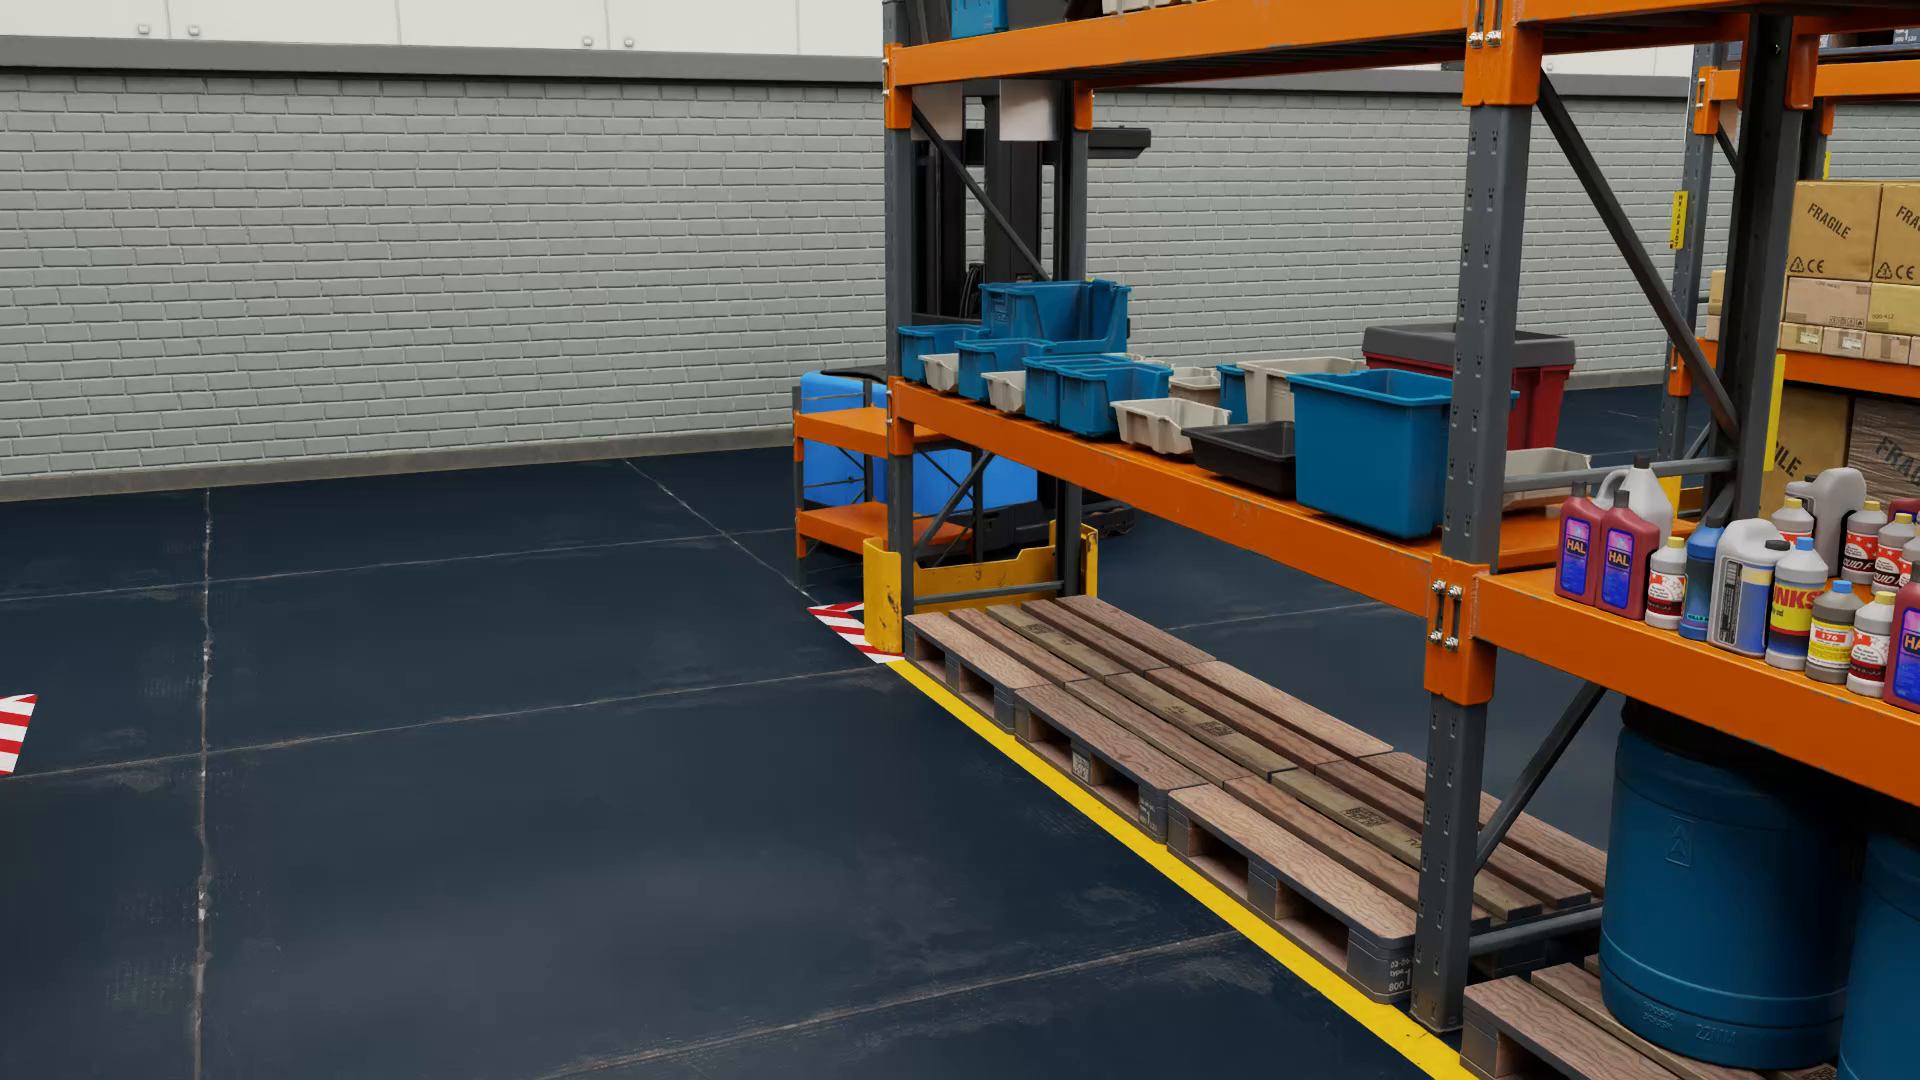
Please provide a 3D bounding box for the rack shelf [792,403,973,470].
[{"bbox_3d":[-0.395,-0.506,8.764,0.538,0.278,1.000,-10,16,-36],"label":"rack shelf"}]

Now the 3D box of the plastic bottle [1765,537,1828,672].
[{"bbox_3d":[1.737,0.129,3.447,0.097,0.271,0.097,0,13,0],"label":"plastic bottle"}]

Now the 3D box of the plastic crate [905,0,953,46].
[{"bbox_3d":[0.029,-2.286,7.230,0.497,0.269,0.590,-6,14,-23],"label":"plastic crate"}]

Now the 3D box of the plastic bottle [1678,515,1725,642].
[{"bbox_3d":[1.644,0.081,3.654,0.097,0.271,0.097,0,13,0],"label":"plastic bottle"}]

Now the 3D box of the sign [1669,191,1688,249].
[{"bbox_3d":[4.158,-1.851,9.621,0.100,0.325,0.005,-6,14,-23],"label":"sign"}]

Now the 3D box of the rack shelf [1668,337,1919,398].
[{"bbox_3d":[5.470,-0.676,8.235,1.077,0.370,4.000,-6,14,-23],"label":"rack shelf"}]

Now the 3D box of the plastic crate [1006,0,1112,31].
[{"bbox_3d":[0.490,-2.083,6.204,0.504,0.338,0.767,-6,14,-23],"label":"plastic crate"}]

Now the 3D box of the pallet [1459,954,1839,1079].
[{"bbox_3d":[2.004,1.356,4.045,1.003,0.211,1.213,-6,14,-23],"label":"pallet"}]

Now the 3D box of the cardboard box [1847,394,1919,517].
[{"bbox_3d":[5.363,-0.296,8.779,0.875,0.875,0.875,-6,14,-23],"label":"cardboard box"}]

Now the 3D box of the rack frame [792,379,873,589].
[{"bbox_3d":[-0.698,-0.313,9.228,0.500,1.125,0.032,-10,16,-36],"label":"rack frame"}]

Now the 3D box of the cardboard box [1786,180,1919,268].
[{"bbox_3d":[5.105,-1.800,9.506,0.500,0.500,0.500,-5,14,-22],"label":"cardboard box"}]

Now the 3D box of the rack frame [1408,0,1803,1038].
[{"bbox_3d":[1.733,-0.166,4.435,1.000,3.000,0.127,-6,14,-23],"label":"rack frame"}]

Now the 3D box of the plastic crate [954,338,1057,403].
[{"bbox_3d":[0.191,-0.723,7.082,0.416,0.233,0.300,-6,14,-23],"label":"plastic crate"}]

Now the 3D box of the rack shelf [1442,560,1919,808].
[{"bbox_3d":[2.534,0.598,2.731,1.077,0.370,4.000,-6,14,-23],"label":"rack shelf"}]

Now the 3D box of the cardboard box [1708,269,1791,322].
[{"bbox_3d":[4.613,-1.388,9.389,0.500,0.250,0.500,-6,14,-24],"label":"cardboard box"}]

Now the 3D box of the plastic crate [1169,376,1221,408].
[{"bbox_3d":[0.995,-0.565,6.611,0.298,0.136,0.250,-6,14,-23],"label":"plastic crate"}]

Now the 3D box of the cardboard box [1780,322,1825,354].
[{"bbox_3d":[4.715,-1.109,9.065,0.380,0.149,0.250,-6,14,-24],"label":"cardboard box"}]

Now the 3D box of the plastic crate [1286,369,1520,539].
[{"bbox_3d":[1.233,-0.253,4.714,0.392,0.384,0.575,-6,14,-23],"label":"plastic crate"}]

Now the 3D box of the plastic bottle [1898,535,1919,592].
[{"bbox_3d":[2.226,0.073,3.841,0.097,0.201,0.097,0,13,0],"label":"plastic bottle"}]

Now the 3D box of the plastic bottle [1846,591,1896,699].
[{"bbox_3d":[1.815,0.203,3.281,0.097,0.201,0.097,0,13,0],"label":"plastic bottle"}]

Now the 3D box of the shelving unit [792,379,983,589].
[{"bbox_3d":[-0.395,-0.221,8.830,0.538,1.125,1.048,-10,16,-36],"label":"shelving unit"}]

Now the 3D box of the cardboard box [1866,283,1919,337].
[{"bbox_3d":[5.026,-1.177,8.477,0.500,0.250,0.500,-6,14,-25],"label":"cardboard box"}]

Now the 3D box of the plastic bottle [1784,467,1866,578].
[{"bbox_3d":[2.187,-0.054,4.224,0.152,0.276,0.135,-6,14,-23],"label":"plastic bottle"}]

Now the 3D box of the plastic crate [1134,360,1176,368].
[{"bbox_3d":[0.726,-0.680,7.107,0.396,0.136,0.243,-6,14,-23],"label":"plastic crate"}]

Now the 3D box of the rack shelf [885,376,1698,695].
[{"bbox_3d":[0.932,-0.229,6.302,1.077,0.370,4.000,-6,14,-23],"label":"rack shelf"}]

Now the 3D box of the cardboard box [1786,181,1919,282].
[{"bbox_3d":[4.814,-1.650,8.858,0.500,0.500,0.500,-6,14,-24],"label":"cardboard box"}]

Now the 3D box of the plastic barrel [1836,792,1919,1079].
[{"bbox_3d":[2.219,0.912,3.500,0.600,0.901,0.708,-6,14,-23],"label":"plastic barrel"}]

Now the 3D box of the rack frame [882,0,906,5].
[{"bbox_3d":[0.130,-3.915,7.330,1.000,3.000,0.127,-6,14,-23],"label":"rack frame"}]

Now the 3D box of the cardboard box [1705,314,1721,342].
[{"bbox_3d":[4.508,-1.214,9.522,0.380,0.149,0.250,-5,14,-22],"label":"cardboard box"}]

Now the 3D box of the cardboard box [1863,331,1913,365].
[{"bbox_3d":[4.922,-1.002,8.605,0.380,0.149,0.250,-6,14,-24],"label":"cardboard box"}]

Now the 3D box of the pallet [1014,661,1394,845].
[{"bbox_3d":[0.910,0.792,6.482,1.003,0.211,1.213,-6,14,-23],"label":"pallet"}]

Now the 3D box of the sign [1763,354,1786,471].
[{"bbox_3d":[2.237,-0.350,4.617,0.100,0.325,0.005,-6,14,-23],"label":"sign"}]

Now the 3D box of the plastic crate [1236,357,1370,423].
[{"bbox_3d":[1.290,-0.470,5.877,0.437,0.282,0.530,-6,14,-23],"label":"plastic crate"}]

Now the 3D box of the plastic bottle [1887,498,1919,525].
[{"bbox_3d":[2.321,-0.013,4.034,0.061,0.283,0.133,-6,14,-23],"label":"plastic bottle"}]

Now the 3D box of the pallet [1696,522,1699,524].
[{"bbox_3d":[5.061,0.077,9.570,1.003,0.211,1.213,-6,14,-23],"label":"pallet"}]

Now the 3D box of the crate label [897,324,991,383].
[{"bbox_3d":[-0.072,-0.860,7.669,0.416,0.233,0.303,-6,14,-23],"label":"crate label"}]

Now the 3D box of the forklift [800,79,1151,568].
[{"bbox_3d":[0.481,-1.519,10.435,3.031,2.935,1.130,-11,17,-39],"label":"forklift"}]

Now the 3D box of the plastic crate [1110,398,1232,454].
[{"bbox_3d":[0.760,-0.400,5.896,0.293,0.136,0.466,-6,14,-23],"label":"plastic crate"}]

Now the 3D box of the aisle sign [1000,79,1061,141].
[{"bbox_3d":[0.370,-2.300,7.892,0.394,0.787,0.004,-6,14,-23],"label":"aisle sign"}]

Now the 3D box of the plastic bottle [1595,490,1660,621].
[{"bbox_3d":[1.542,0.033,3.836,0.061,0.283,0.133,-6,14,-23],"label":"plastic bottle"}]

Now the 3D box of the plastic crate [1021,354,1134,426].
[{"bbox_3d":[0.455,-0.587,6.494,0.416,0.233,0.300,-6,14,-23],"label":"plastic crate"}]

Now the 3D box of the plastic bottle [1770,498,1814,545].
[{"bbox_3d":[2.080,-0.002,4.167,0.097,0.201,0.097,0,13,0],"label":"plastic bottle"}]

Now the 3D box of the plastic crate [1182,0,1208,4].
[{"bbox_3d":[0.874,-1.727,5.114,0.293,0.136,0.466,-6,14,-23],"label":"plastic crate"}]

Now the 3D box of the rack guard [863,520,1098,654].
[{"bbox_3d":[0.109,0.221,8.304,1.175,0.500,0.348,-6,14,-23],"label":"rack guard"}]

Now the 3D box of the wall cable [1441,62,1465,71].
[{"bbox_3d":[5.562,-7.410,15.293,2.277,5.999,0.120,-6,14,-23],"label":"wall cable"}]
